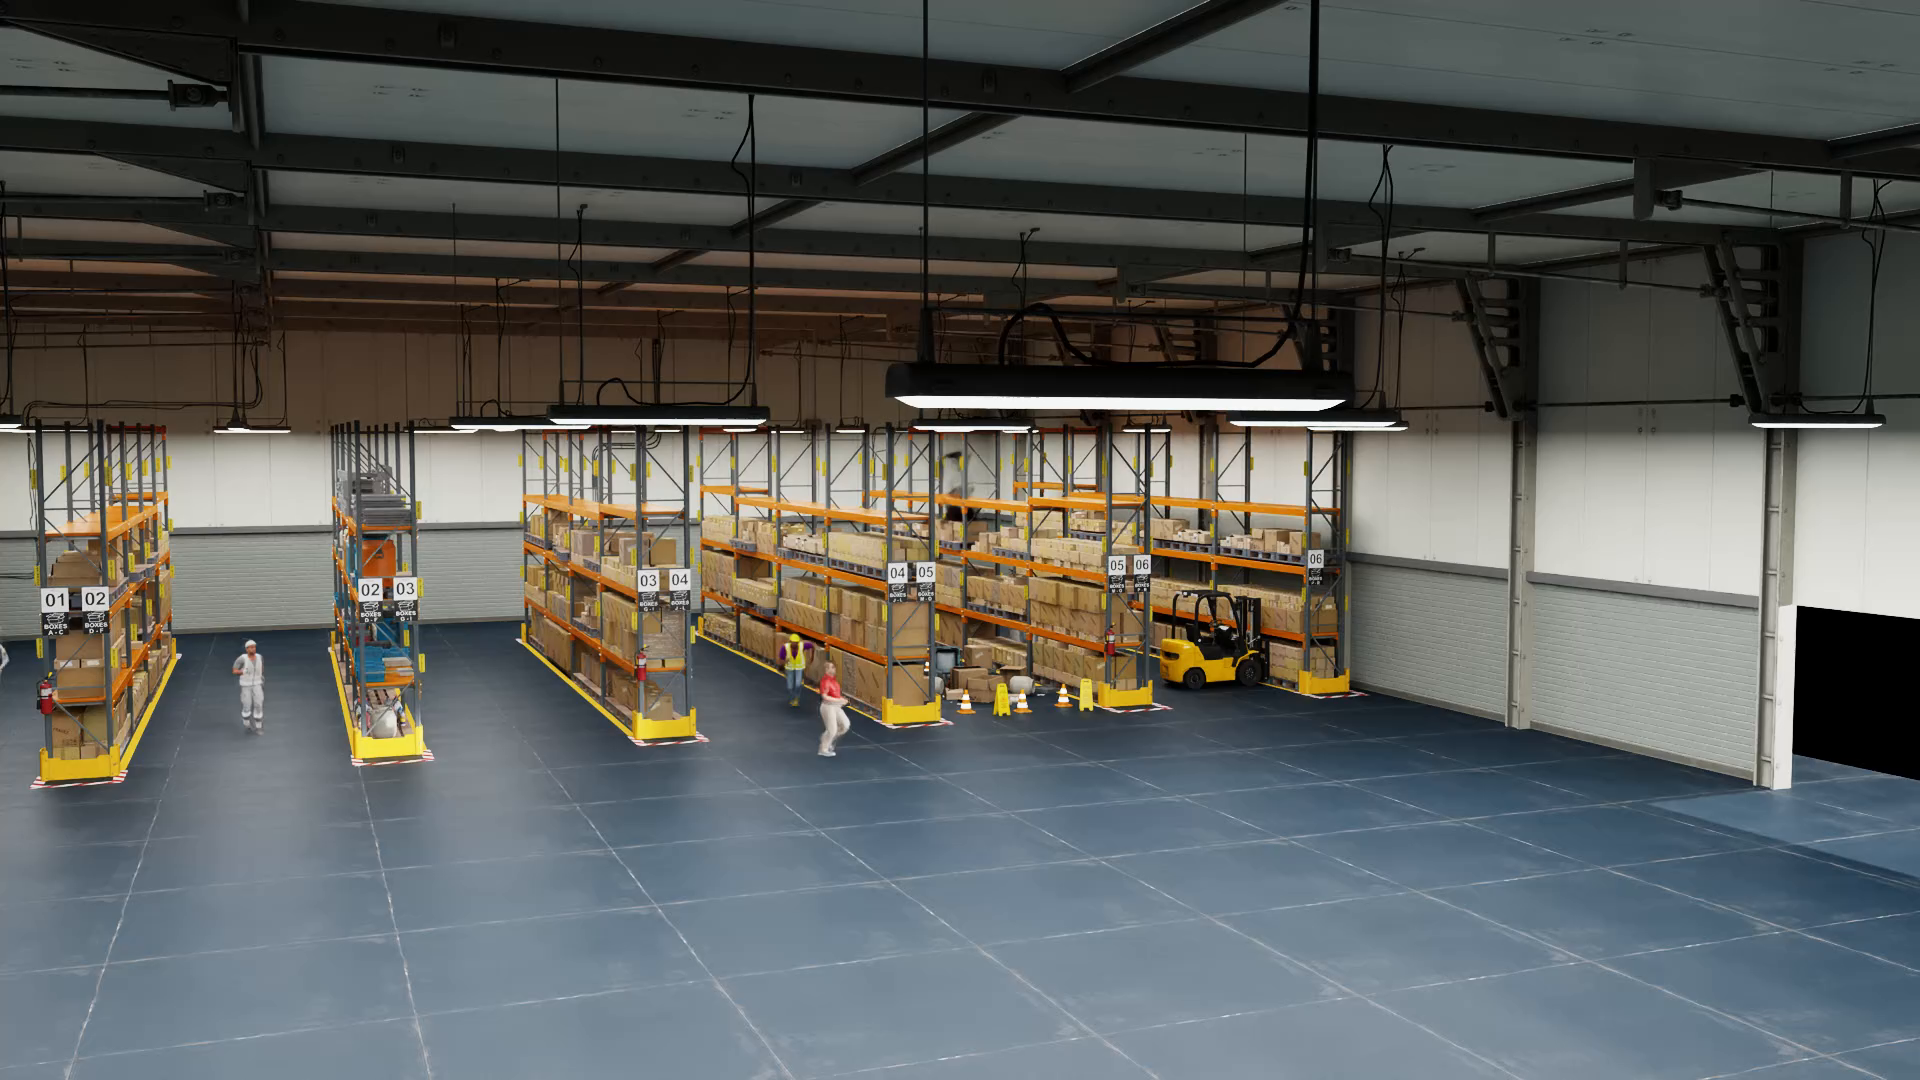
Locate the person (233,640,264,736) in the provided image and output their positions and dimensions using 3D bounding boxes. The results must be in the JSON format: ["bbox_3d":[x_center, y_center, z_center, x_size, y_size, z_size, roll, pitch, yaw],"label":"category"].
[{"bbox_3d":[-13.651,2.842,31.939,0.616,1.851,0.792,-3,5,-40],"label":"person"}]

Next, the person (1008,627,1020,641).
[{"bbox_3d":[1.438,2.050,44.697,0.660,1.792,0.656,-1,4,-22],"label":"person"}]

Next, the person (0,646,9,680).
[{"bbox_3d":[-20.201,2.756,34.693,0.649,1.654,0.662,-2,4,-29],"label":"person"}]

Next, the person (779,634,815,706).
[{"bbox_3d":[-3.424,2.729,34.933,0.744,1.592,0.897,0,4,-6],"label":"person"}]

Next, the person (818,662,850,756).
[{"bbox_3d":[-2.237,3.019,29.698,0.608,1.676,0.670,1,4,18],"label":"person"}]
